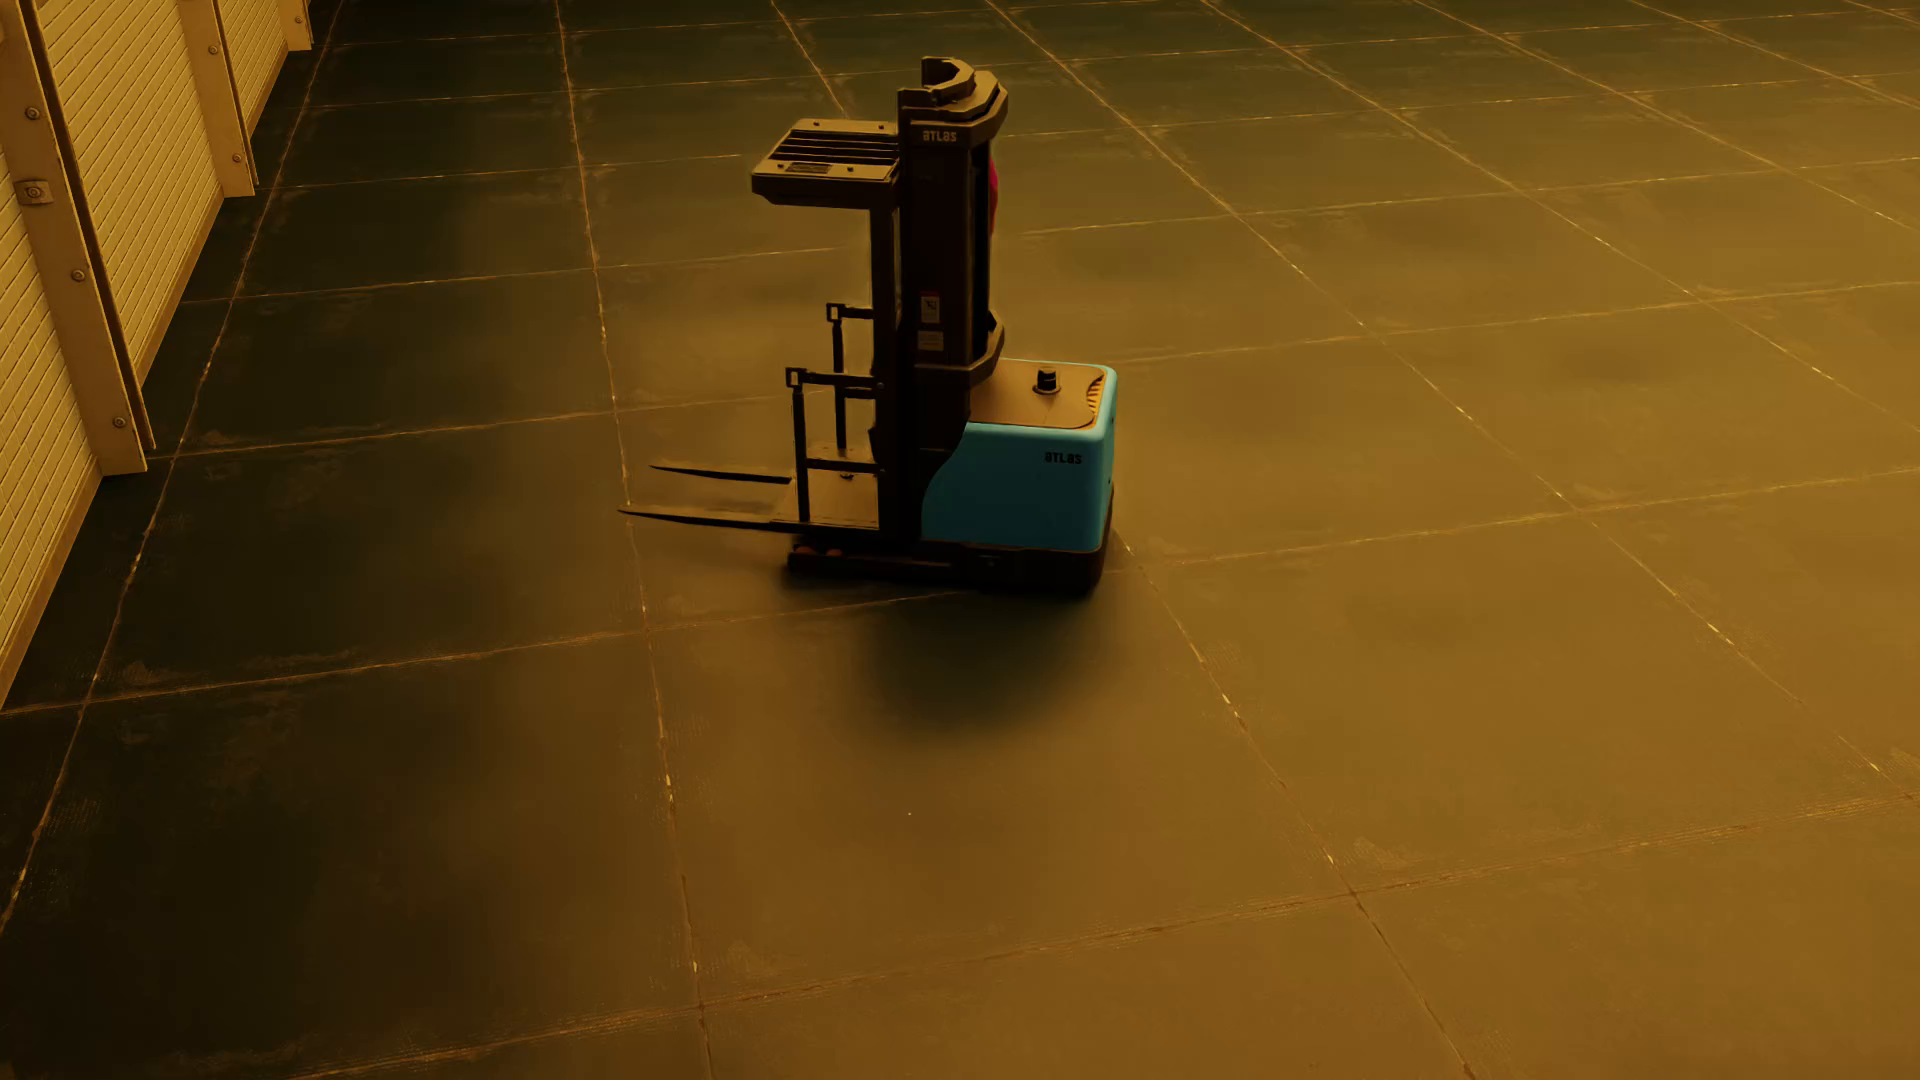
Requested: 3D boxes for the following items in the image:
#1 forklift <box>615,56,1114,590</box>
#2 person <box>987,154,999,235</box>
[{"bbox_3d":[-0.595,-1.286,9.796,3.031,2.935,1.130,4,30,6],"label":"forklift"},{"bbox_3d":[-0.044,-2.500,13.042,0.666,1.765,0.578,-12,32,-19],"label":"person"}]
